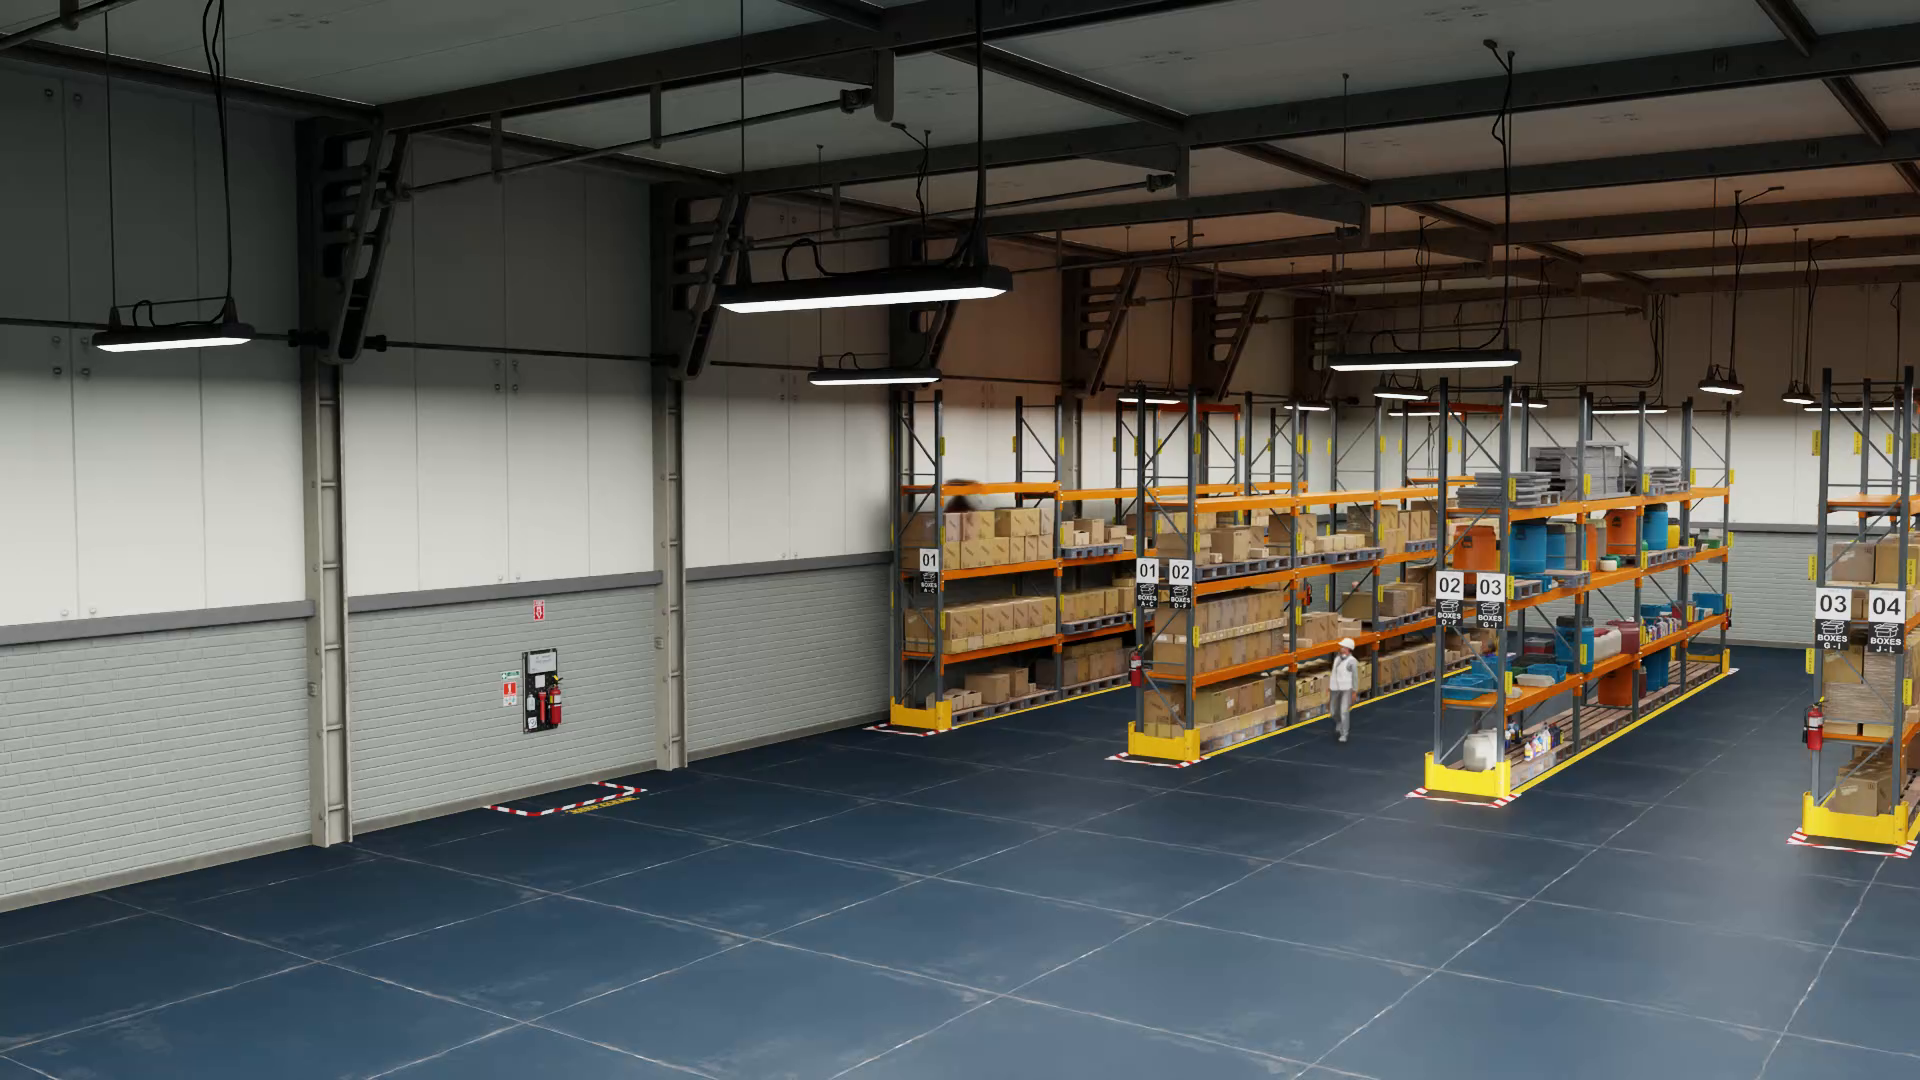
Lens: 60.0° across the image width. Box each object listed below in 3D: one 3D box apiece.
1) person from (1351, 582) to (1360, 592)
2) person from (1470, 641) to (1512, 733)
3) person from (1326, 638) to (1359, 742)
[{"bbox_3d":[9.639,1.882,40.292,0.575,1.740,0.551,-1,4,-25],"label":"person"},{"bbox_3d":[9.211,2.596,28.955,0.845,1.531,0.474,-2,4,-31],"label":"person"},{"bbox_3d":[6.552,2.531,28.396,0.603,1.729,0.846,2,4,29],"label":"person"}]
